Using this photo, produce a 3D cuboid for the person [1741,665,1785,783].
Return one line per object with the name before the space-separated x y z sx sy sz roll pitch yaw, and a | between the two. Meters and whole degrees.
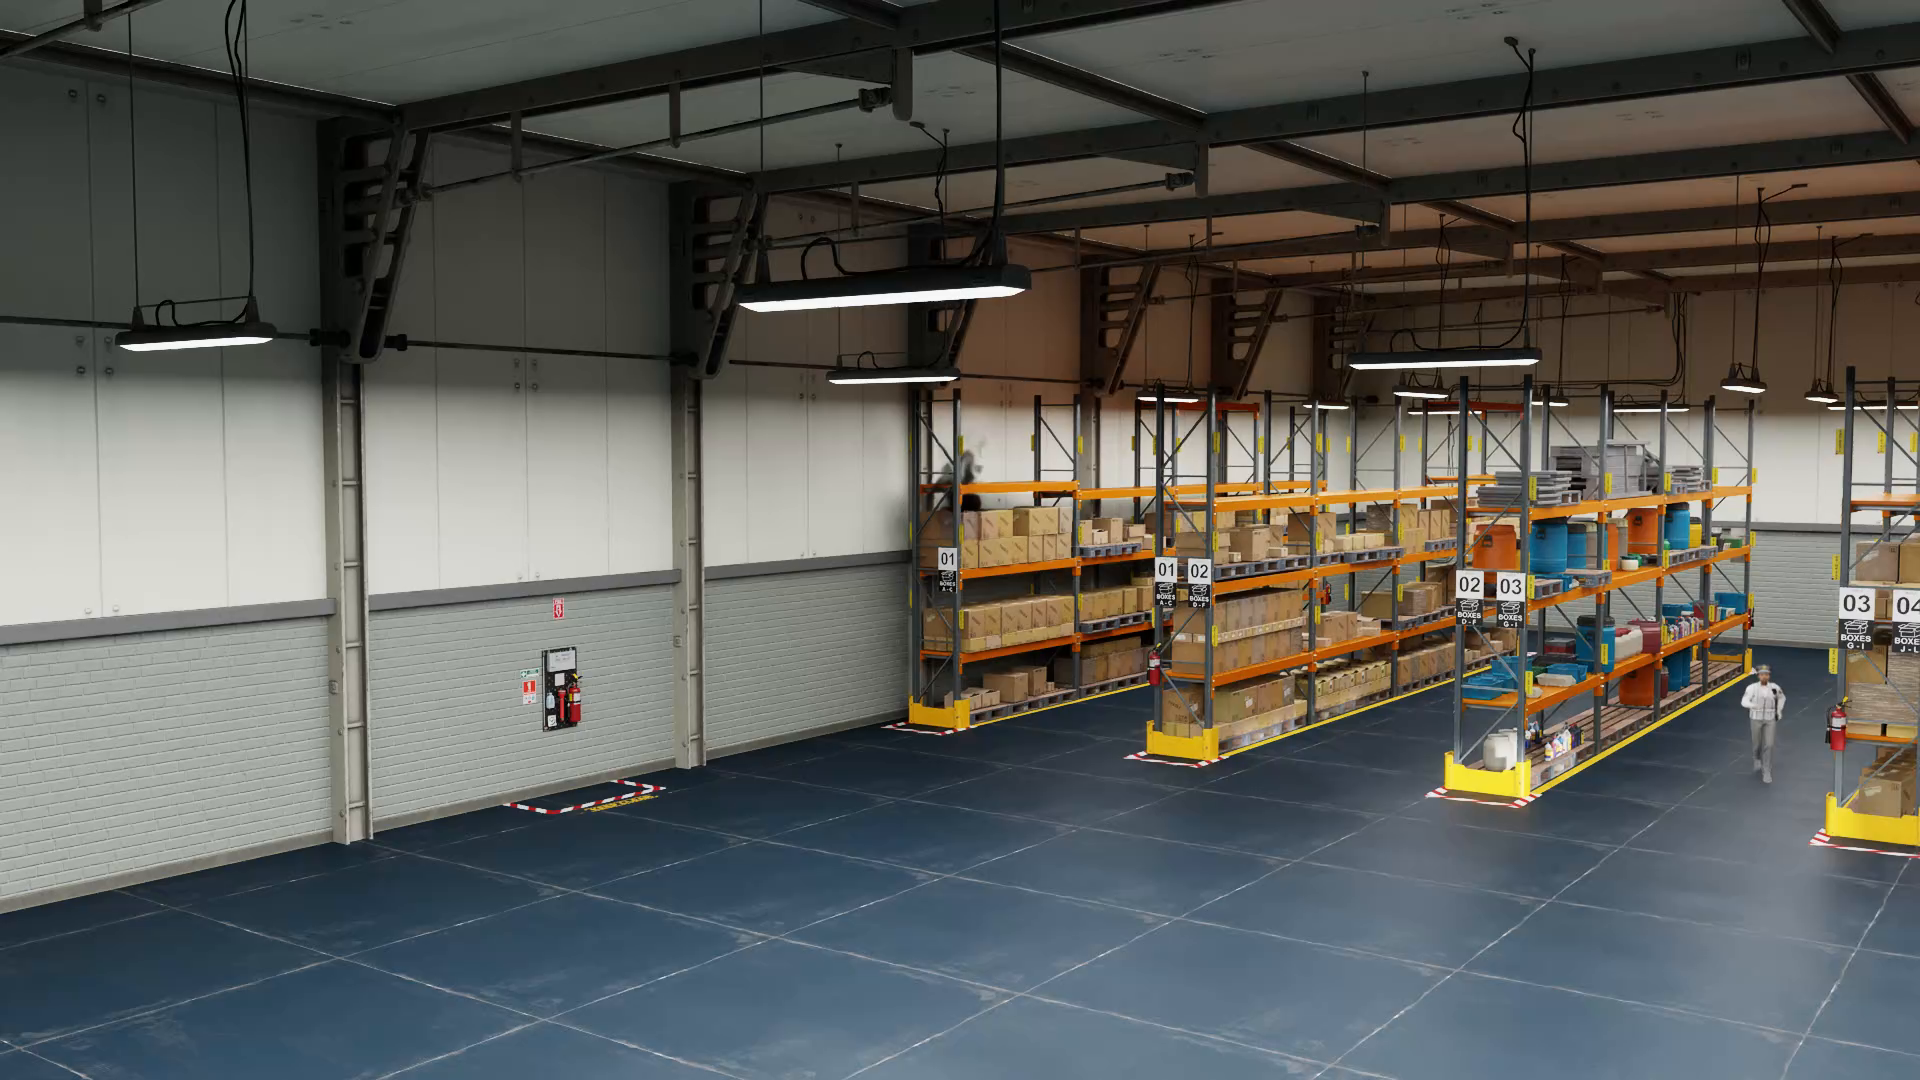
person | 12.038 2.703 24.917 0.612 1.682 0.917 1 4 22
